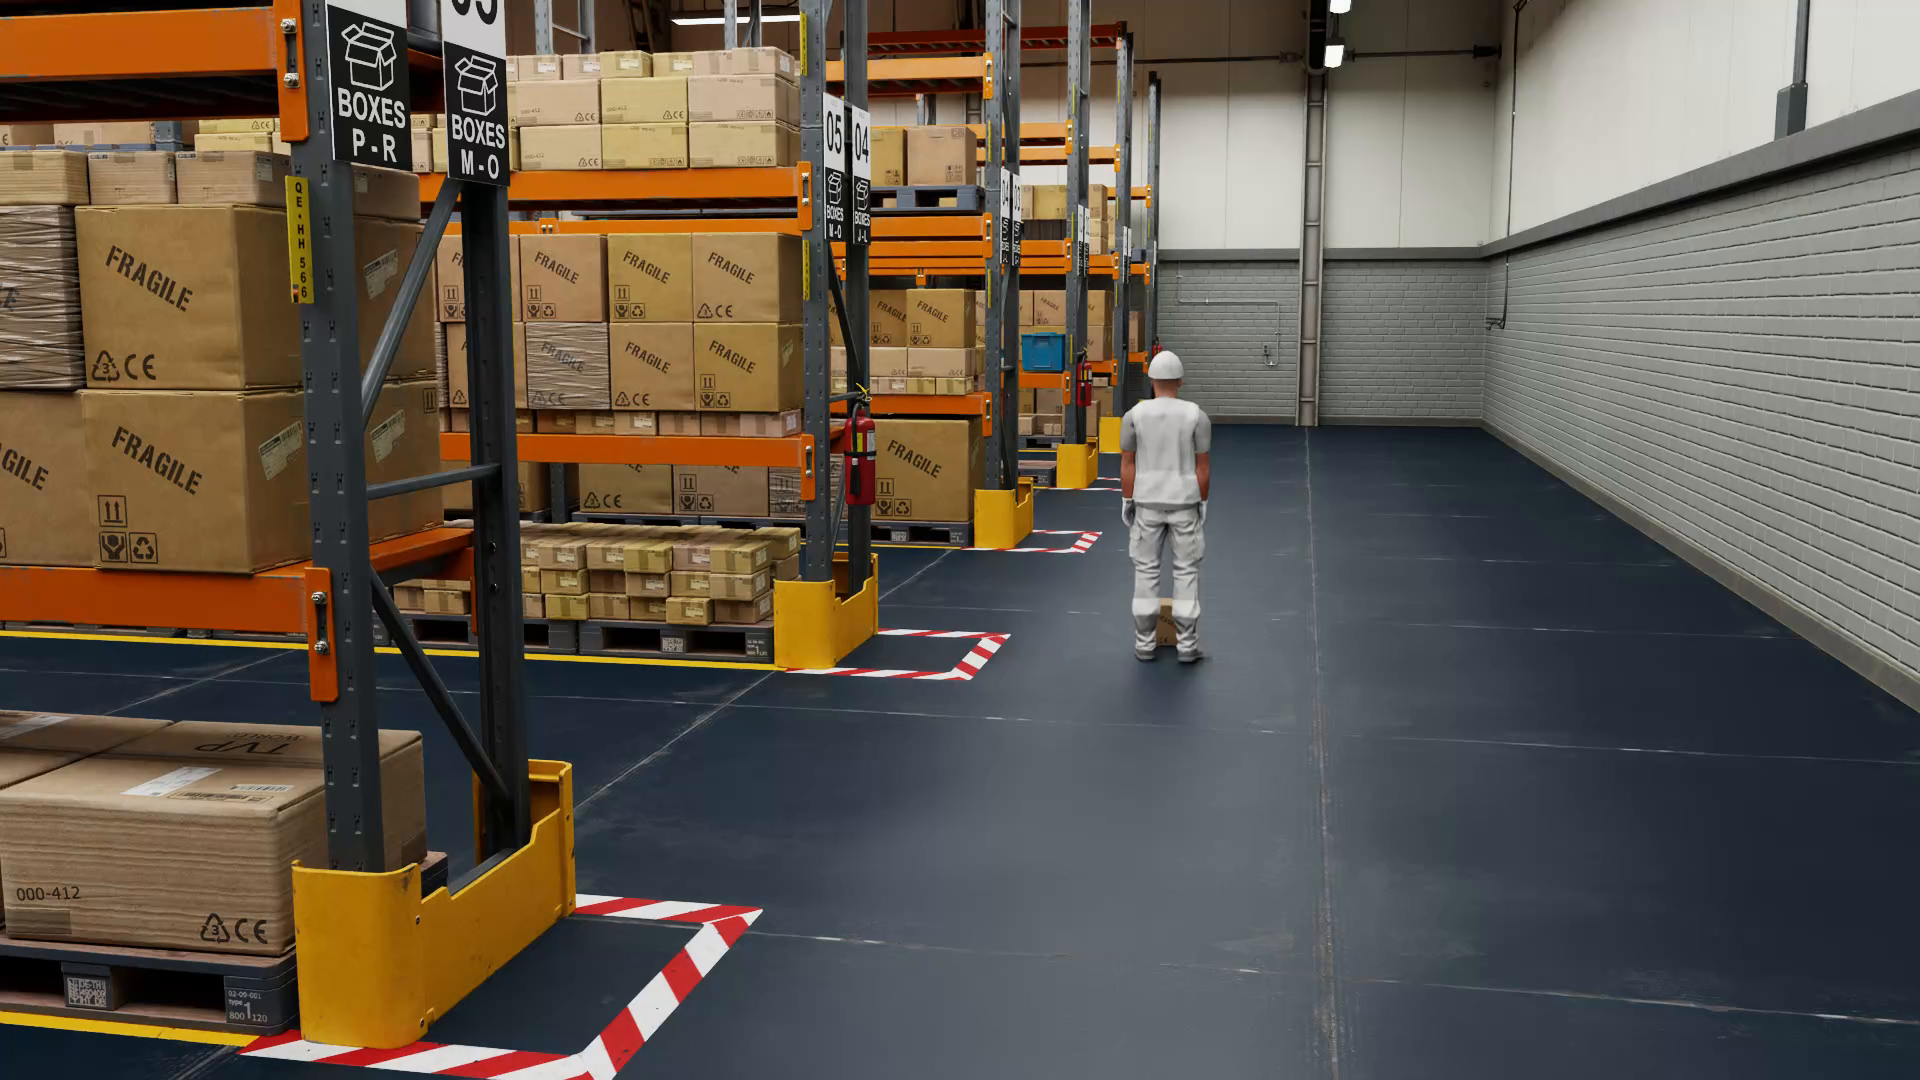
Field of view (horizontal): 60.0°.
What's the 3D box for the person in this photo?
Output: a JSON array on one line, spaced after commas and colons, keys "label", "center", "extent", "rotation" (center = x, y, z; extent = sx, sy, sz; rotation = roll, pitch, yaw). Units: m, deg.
[{"label": "person", "center": [1.187, -0.191, 9.629], "extent": [0.524, 1.794, 0.335], "rotation": [2, 8, 12]}]
